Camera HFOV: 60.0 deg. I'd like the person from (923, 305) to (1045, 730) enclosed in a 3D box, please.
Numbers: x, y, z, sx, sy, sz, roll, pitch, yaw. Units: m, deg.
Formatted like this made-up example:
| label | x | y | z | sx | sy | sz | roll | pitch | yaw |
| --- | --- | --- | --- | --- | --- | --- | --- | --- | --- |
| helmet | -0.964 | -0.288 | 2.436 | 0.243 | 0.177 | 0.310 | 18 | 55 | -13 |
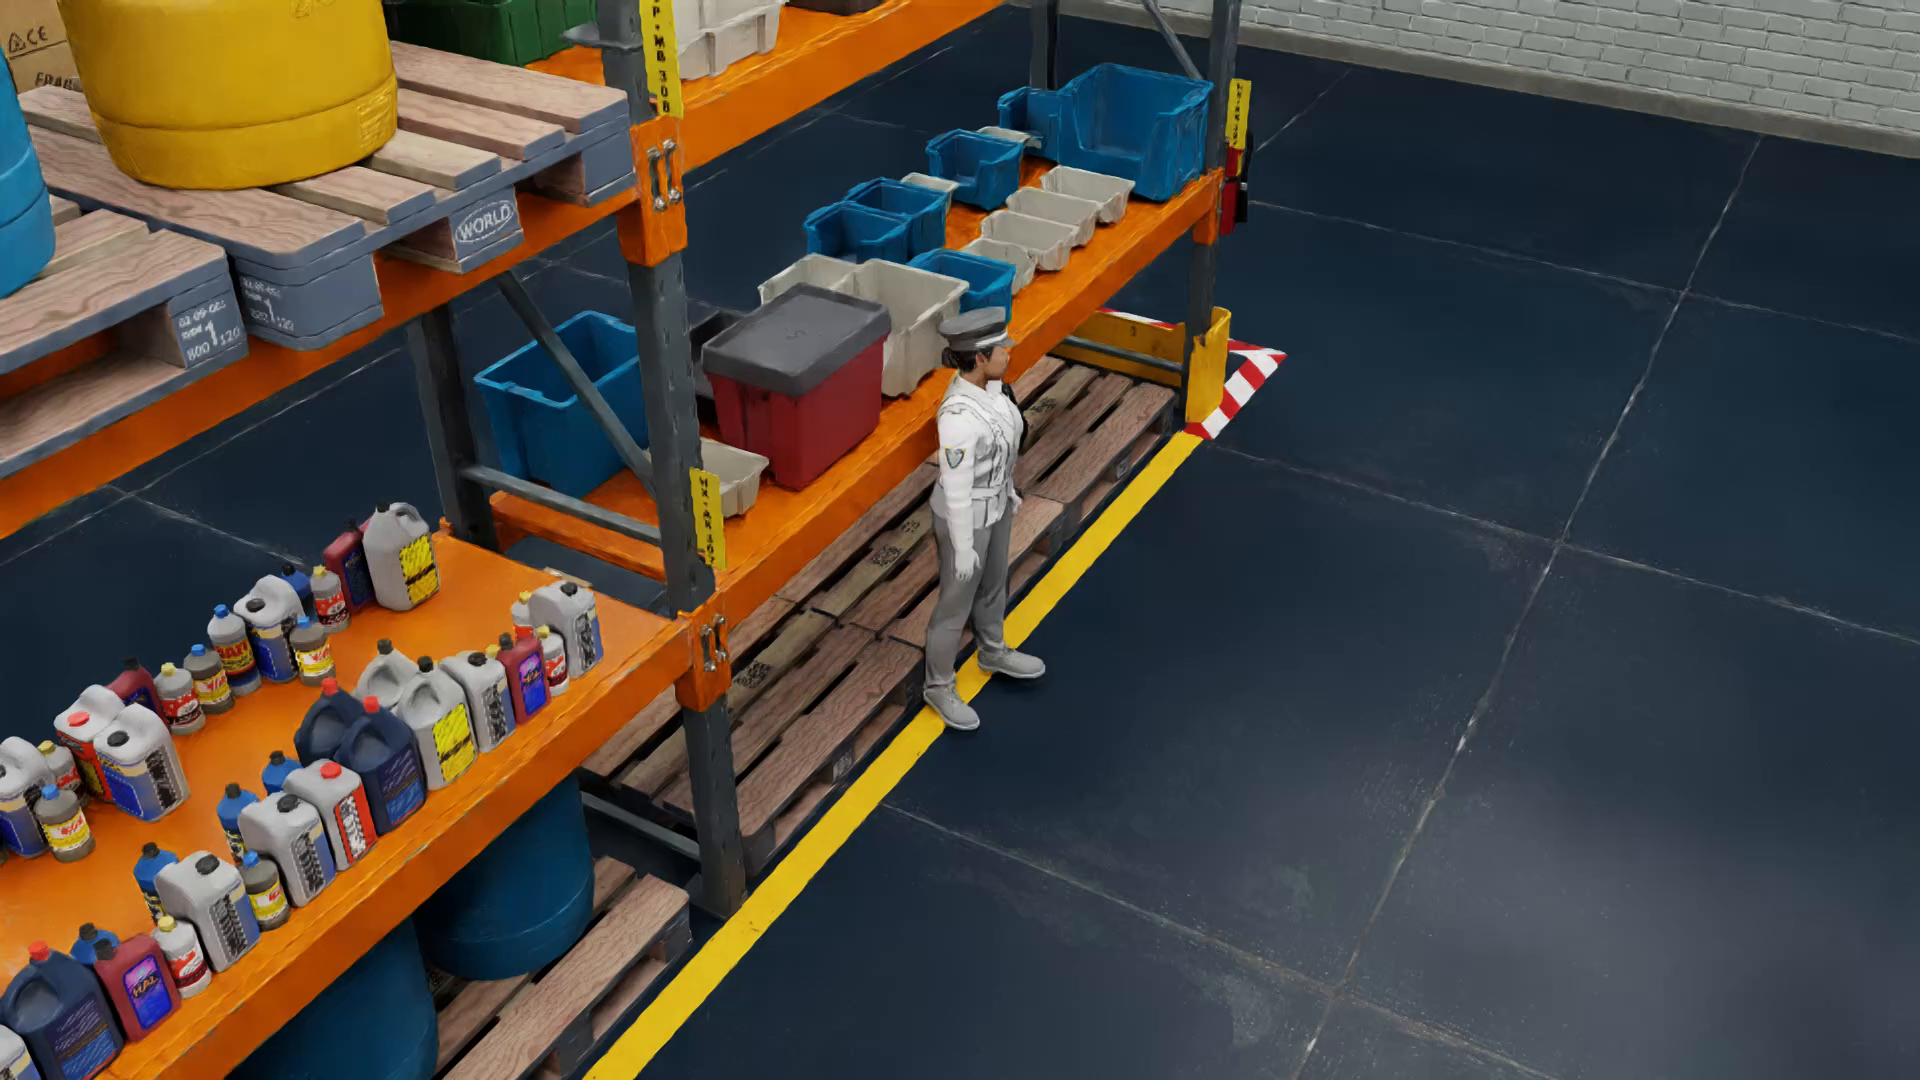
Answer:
| label | x | y | z | sx | sy | sz | roll | pitch | yaw |
| --- | --- | --- | --- | --- | --- | --- | --- | --- | --- |
| person | 0.098 | -0.090 | 6.217 | 0.435 | 1.684 | 0.537 | 9 | 35 | 13 |
